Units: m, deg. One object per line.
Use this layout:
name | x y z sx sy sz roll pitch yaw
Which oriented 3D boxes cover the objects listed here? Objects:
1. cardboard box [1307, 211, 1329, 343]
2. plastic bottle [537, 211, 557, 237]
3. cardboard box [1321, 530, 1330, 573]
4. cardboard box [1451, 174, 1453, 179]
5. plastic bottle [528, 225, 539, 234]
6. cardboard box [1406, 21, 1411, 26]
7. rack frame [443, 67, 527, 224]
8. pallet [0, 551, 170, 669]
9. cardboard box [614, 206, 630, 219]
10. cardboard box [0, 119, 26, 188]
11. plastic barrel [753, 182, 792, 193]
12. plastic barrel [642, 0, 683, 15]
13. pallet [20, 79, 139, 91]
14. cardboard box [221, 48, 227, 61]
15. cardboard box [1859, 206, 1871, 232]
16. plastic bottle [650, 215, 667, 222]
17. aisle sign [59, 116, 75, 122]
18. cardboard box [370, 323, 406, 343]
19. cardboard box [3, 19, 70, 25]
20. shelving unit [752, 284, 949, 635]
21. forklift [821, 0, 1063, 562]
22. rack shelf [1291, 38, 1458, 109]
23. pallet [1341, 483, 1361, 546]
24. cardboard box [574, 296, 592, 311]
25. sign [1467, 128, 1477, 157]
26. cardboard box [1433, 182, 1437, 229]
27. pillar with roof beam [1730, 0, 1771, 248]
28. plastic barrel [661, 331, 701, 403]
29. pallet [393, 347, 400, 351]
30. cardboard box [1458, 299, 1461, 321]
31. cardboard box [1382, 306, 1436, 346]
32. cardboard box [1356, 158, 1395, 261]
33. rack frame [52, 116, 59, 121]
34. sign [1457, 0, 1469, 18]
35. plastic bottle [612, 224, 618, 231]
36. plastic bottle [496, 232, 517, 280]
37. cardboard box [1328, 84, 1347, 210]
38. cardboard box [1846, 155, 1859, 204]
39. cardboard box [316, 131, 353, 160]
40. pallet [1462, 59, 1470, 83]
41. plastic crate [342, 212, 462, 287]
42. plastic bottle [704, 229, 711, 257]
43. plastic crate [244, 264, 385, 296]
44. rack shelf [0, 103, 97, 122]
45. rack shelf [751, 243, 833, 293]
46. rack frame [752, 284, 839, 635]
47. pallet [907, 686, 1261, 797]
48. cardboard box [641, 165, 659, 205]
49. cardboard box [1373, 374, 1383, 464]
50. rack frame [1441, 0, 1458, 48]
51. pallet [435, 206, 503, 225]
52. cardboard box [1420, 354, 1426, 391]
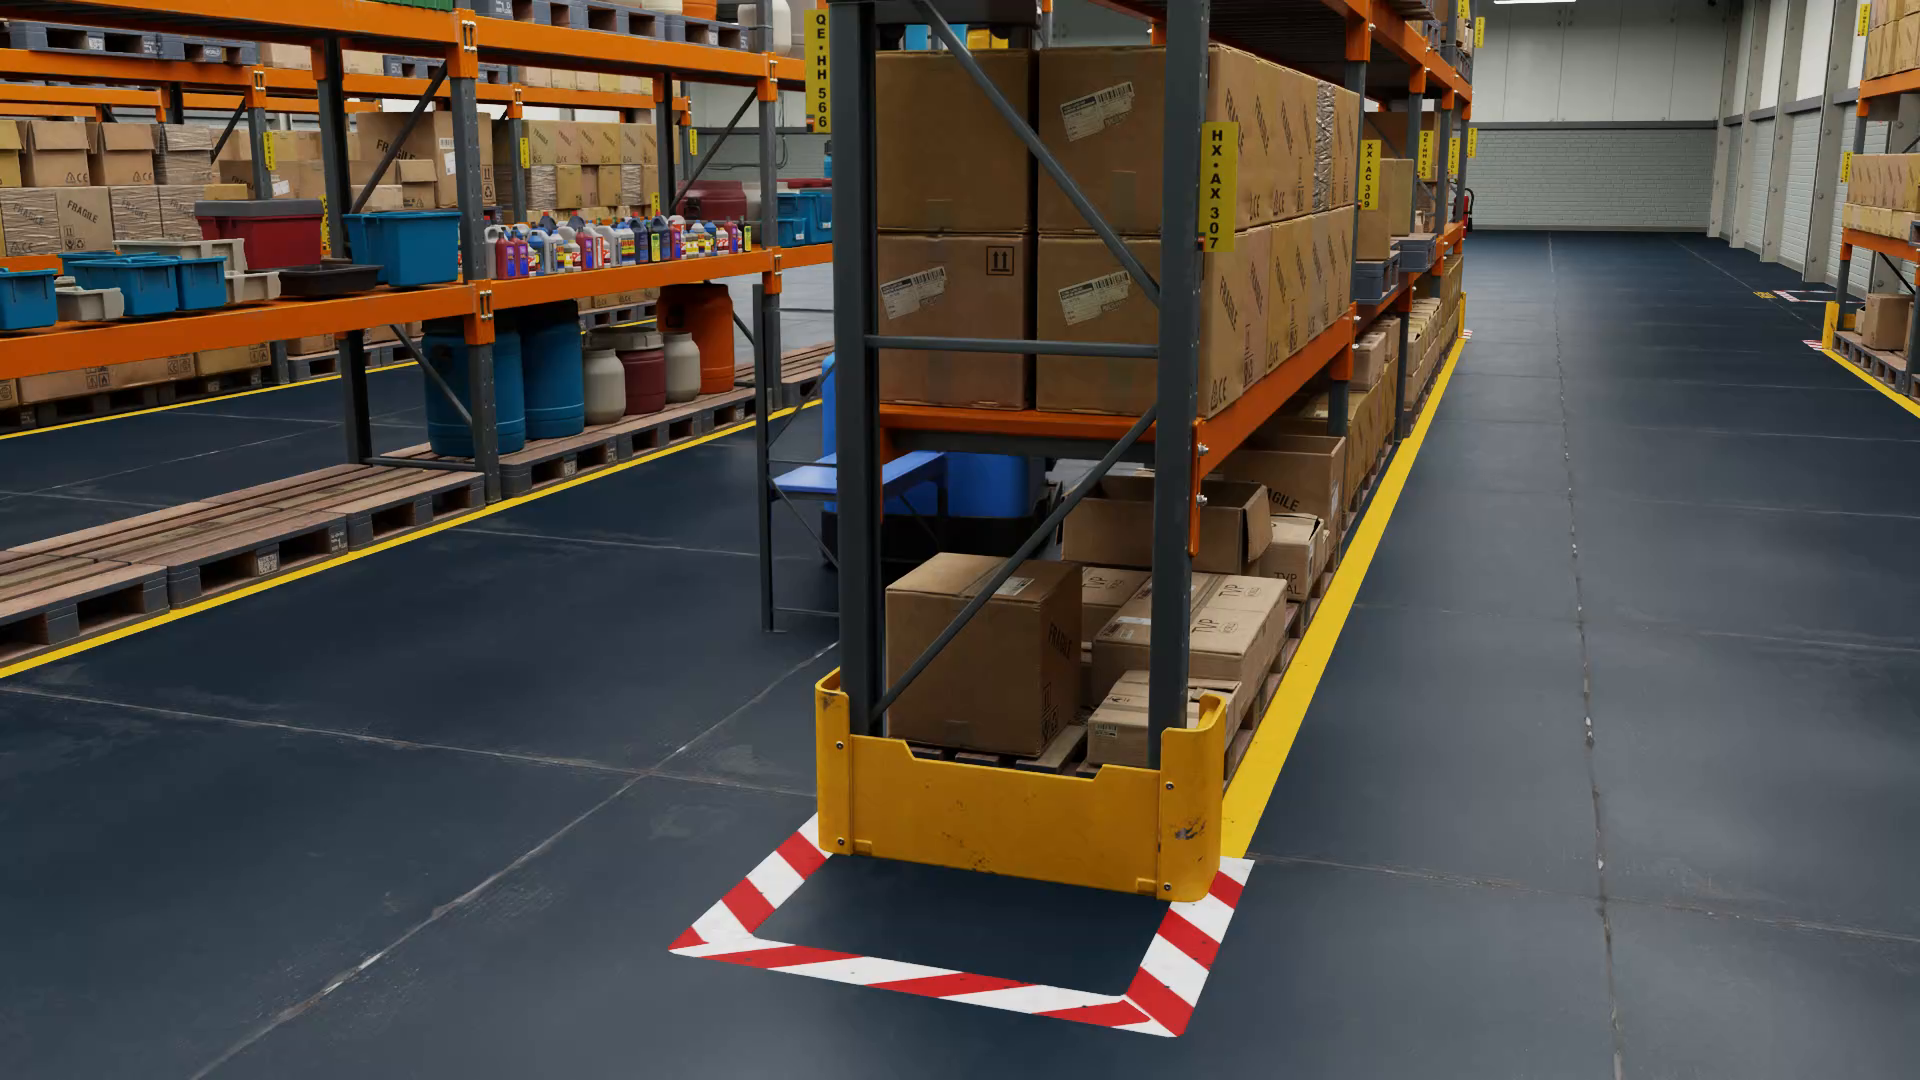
cardboard box | 1.188 -1.068 6.703 0.500 0.500 0.500 5 14 20
plastic bottle | -2.905 -2.143 11.746 0.144 0.351 0.185 4 14 18
cardboard box | 1.456 0.039 7.495 0.380 0.149 0.250 4 14 18
cardboard box | 5.292 -4.103 18.539 0.380 0.149 0.250 5 14 20
plastic bottle | -2.904 -2.017 11.371 0.097 0.271 0.097 0 13 0
cardboard box | 2.288 -3.403 10.189 0.910 0.500 0.500 4 14 18
rack frame | -5.347 -3.759 18.715 1.000 3.000 0.127 4 14 18
pallet | -4.240 0.313 7.142 1.003 0.211 1.213 4 14 18
cardboard box | -4.336 -4.080 20.688 0.380 0.149 0.250 4 14 18
cardboard box | -7.504 -2.891 12.434 0.797 0.503 0.637 5 14 19
plastic barrel | -1.688 -2.935 14.856 0.421 0.512 0.421 0 13 0
plastic barrel | -2.163 -3.923 12.063 0.301 0.262 0.301 0 13 0
pallet | -10.258 -5.310 19.199 0.805 0.209 1.217 4 13 16
cardboard box | -6.720 -4.424 15.224 0.500 0.250 0.500 4 14 19
cardboard box | 9.224 -3.171 16.431 0.500 0.250 0.500 4 13 18
plastic bottle | -2.401 -2.432 13.180 0.152 0.276 0.135 4 14 18
aisle sign | -13.703 -6.617 25.397 0.394 0.787 0.004 4 14 18
cardboard box | -6.099 -2.292 16.920 0.700 0.500 0.500 6 14 23
cardboard box | -7.282 -4.202 12.742 0.797 0.503 0.637 4 14 18
shelving unit | -0.460 -0.422 7.467 0.538 1.500 1.048 4 14 18
forklift | 0.015 -1.578 9.316 1.130 2.935 3.031 2 13 7
rack shelf | 3.378 -3.735 13.488 1.077 0.370 4.000 4 14 18
pallet | 1.664 -0.175 9.280 1.003 0.211 1.213 4 14 18
cardboard box | -4.875 -3.084 20.431 0.500 0.500 0.500 3 13 13
sign | 5.828 -4.525 18.938 0.100 0.325 0.005 4 14 18
cardboard box | 4.493 -3.404 16.937 0.700 0.500 0.500 5 14 19
pillar with roof beam | 14.291 -11.609 39.629 9.100 9.000 0.400 4 14 18
plastic barrel | -2.195 -1.322 12.687 0.421 0.512 0.421 0 13 0
pallet | -5.598 -2.235 18.307 1.003 0.211 1.213 4 14 18
cardboard box | 5.425 -2.617 18.948 0.500 0.250 0.500 4 14 18
cardboard box | 3.839 -1.862 14.378 0.500 0.311 0.500 4 14 18
cardboard box | 1.801 -1.697 8.516 0.700 0.500 0.500 0 13 -1
rack frame | -13.430 -5.314 25.531 1.000 3.000 0.127 4 14 18
sign | 4.541 -4.876 14.998 0.100 0.325 0.005 4 14 18
plastic bottle | -2.374 -2.043 11.486 0.097 0.271 0.097 0 13 0
plastic bottle | -2.727 -1.707 9.990 0.061 0.283 0.133 4 14 18
cardboard box | 1.355 -1.663 7.063 0.500 0.500 0.500 4 13 17
cardboard box | 9.569 -3.754 17.303 0.500 0.500 0.500 4 14 18
cardboard box | -8.961 -5.381 23.060 0.875 0.550 0.550 4 14 18
pallet | 5.066 -5.159 18.309 1.003 0.211 1.213 4 14 18
plastic crate | -3.078 -1.616 9.230 0.392 0.384 0.575 4 14 18
plastic bottle | -1.906 -2.214 12.394 0.097 0.201 0.097 0 13 0
plastic crate | -3.357 -1.358 8.680 0.437 0.125 0.590 4 14 18
rack shelf | -14.077 -6.005 23.433 1.077 0.370 4.000 4 14 18
rack shelf | -1.308 -2.630 15.388 1.077 0.370 4.000 4 14 18
rack frame | -0.620 -0.315 6.997 0.500 1.500 0.032 4 14 18
pallet | 0.424 0.658 5.633 1.003 0.211 1.213 4 14 18
cardboard box | -4.305 -4.567 21.363 0.875 0.500 0.500 4 14 18
cardboard box | 2.318 -0.765 10.226 0.500 0.500 0.500 4 13 16
rack frame | 4.025 -5.970 14.919 1.000 3.000 0.127 4 14 18
pallet | -5.732 -3.515 18.078 1.003 0.211 1.213 4 14 18
cardboard box | 3.502 -1.372 13.492 0.500 0.250 0.500 4 13 17
